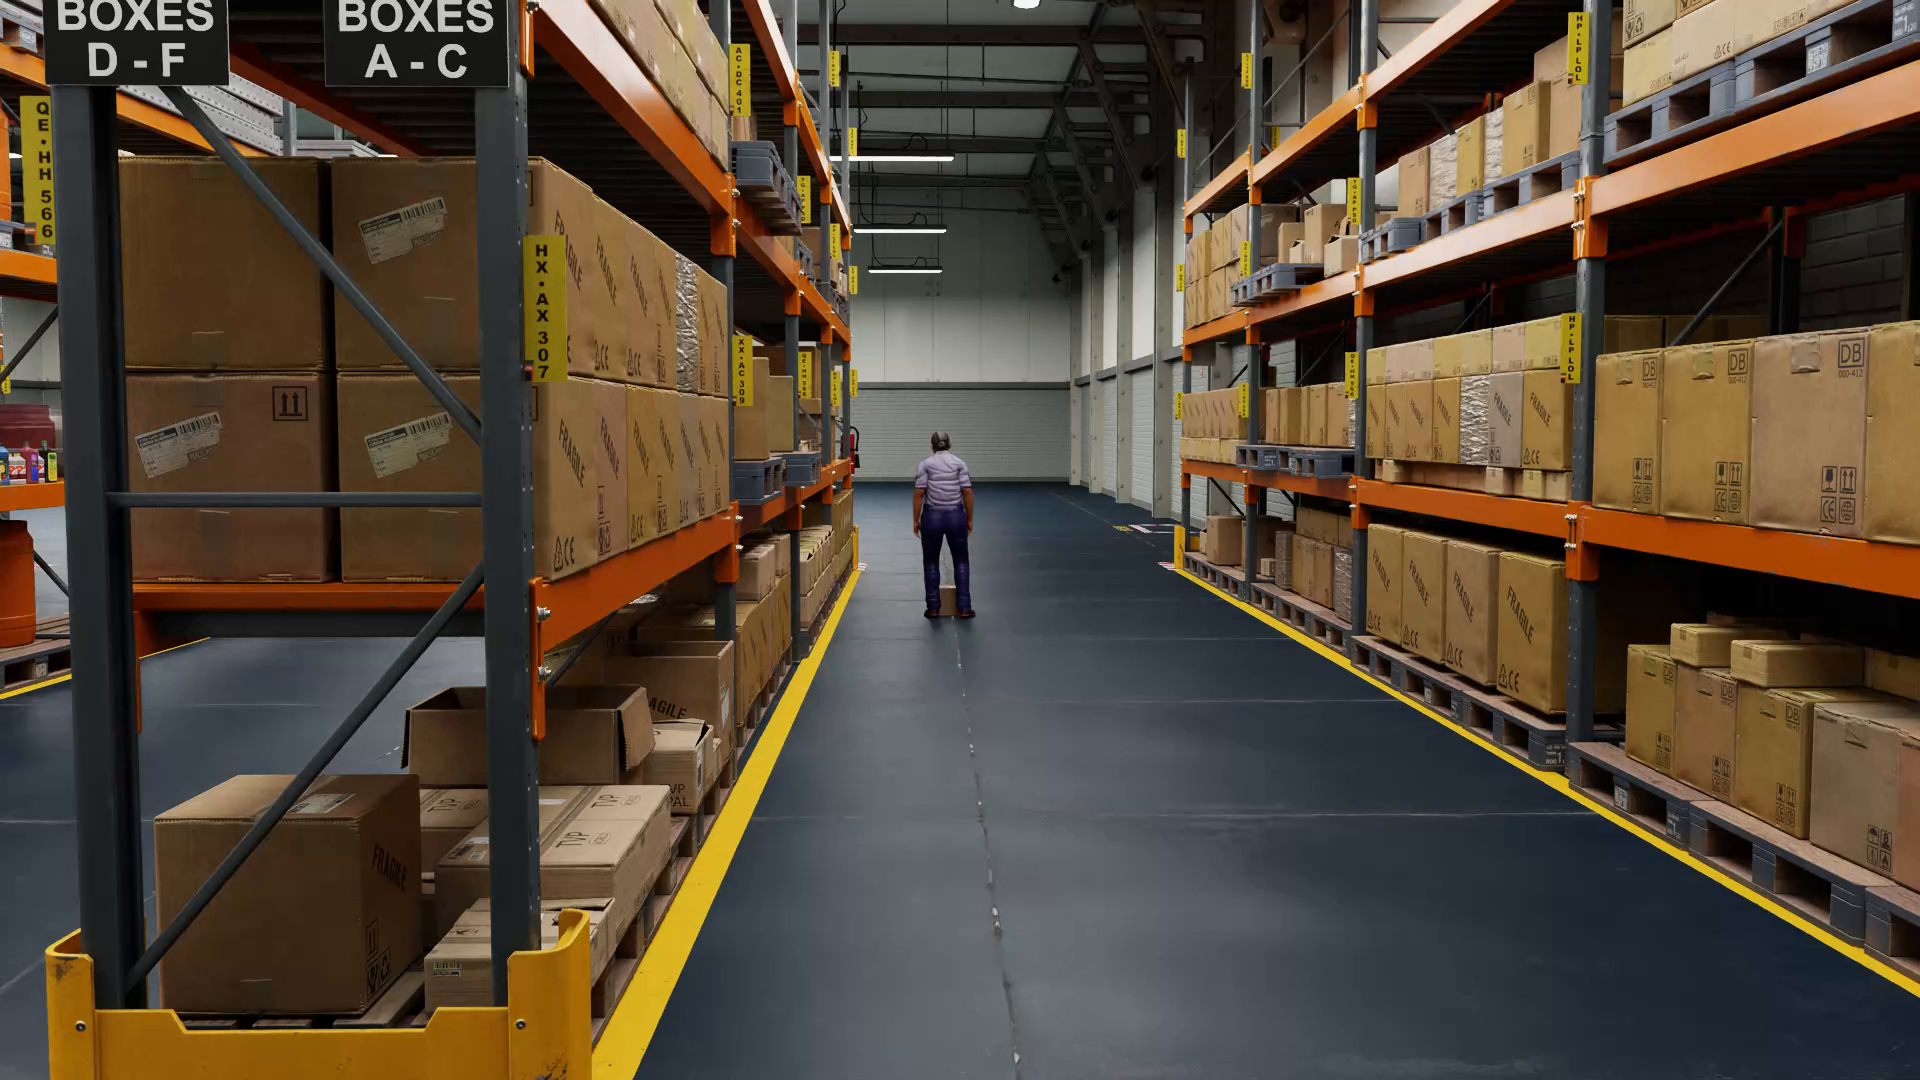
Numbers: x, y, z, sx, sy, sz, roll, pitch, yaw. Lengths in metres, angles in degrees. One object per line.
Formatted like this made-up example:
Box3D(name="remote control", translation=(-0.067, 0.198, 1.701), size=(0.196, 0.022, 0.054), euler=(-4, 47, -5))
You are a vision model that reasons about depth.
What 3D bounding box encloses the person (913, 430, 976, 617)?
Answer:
Box3D(name="person", translation=(-0.136, -0.134, 14.652), size=(0.562, 1.638, 0.418), euler=(0, 4, -4))
